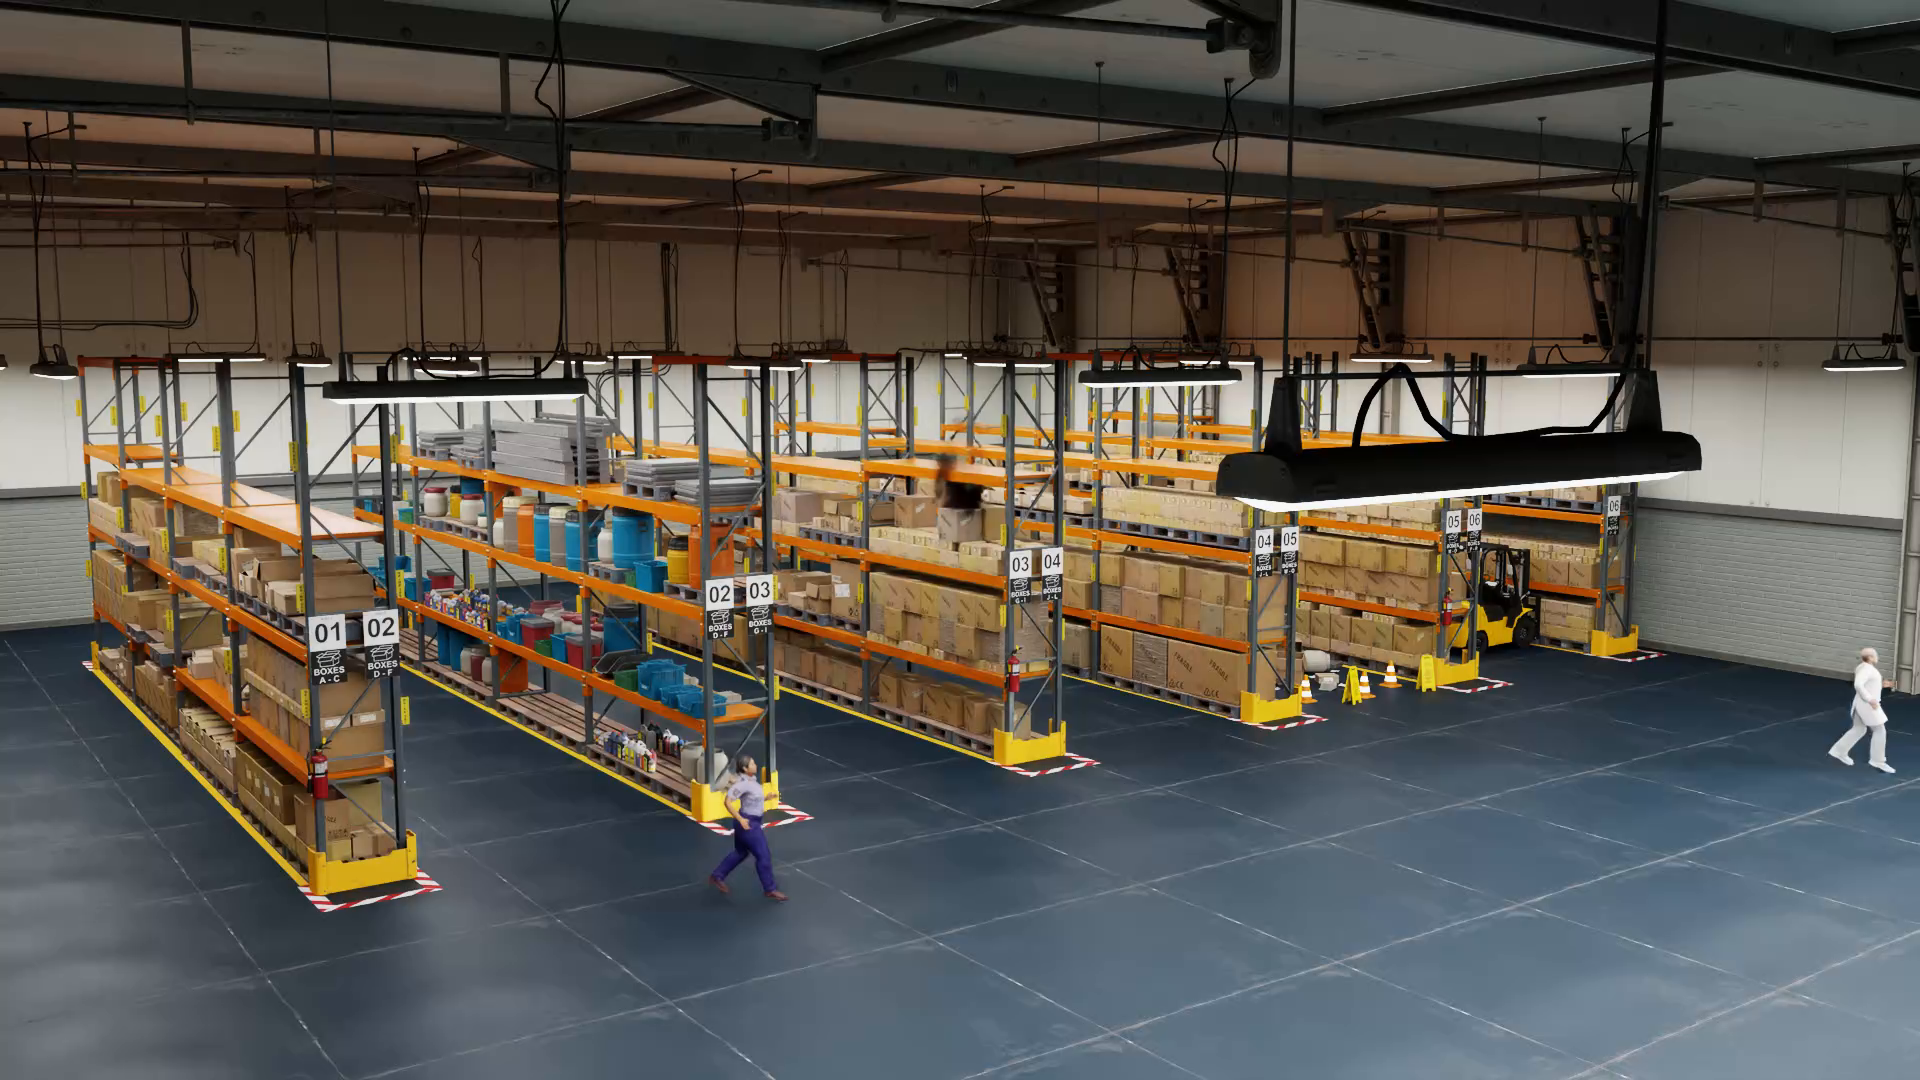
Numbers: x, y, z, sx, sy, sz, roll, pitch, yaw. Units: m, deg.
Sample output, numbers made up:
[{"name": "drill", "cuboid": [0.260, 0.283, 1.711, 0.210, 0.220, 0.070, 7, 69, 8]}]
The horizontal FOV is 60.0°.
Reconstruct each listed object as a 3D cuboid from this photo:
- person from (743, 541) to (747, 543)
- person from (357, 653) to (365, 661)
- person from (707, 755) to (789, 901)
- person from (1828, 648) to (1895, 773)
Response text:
[{"name": "person", "cuboid": [-5.207, 0.794, 39.302, 0.583, 1.552, 0.617, -3, 8, -26]}, {"name": "person", "cuboid": [-9.967, 2.147, 27.935, 0.550, 1.620, 0.592, -7, 10, -43]}, {"name": "person", "cuboid": [-2.395, 3.242, 18.726, 0.920, 1.642, 0.598, -1, 7, -7]}, {"name": "person", "cuboid": [13.298, 2.486, 24.435, 0.876, 1.822, 0.694, 1, 7, 11]}]
